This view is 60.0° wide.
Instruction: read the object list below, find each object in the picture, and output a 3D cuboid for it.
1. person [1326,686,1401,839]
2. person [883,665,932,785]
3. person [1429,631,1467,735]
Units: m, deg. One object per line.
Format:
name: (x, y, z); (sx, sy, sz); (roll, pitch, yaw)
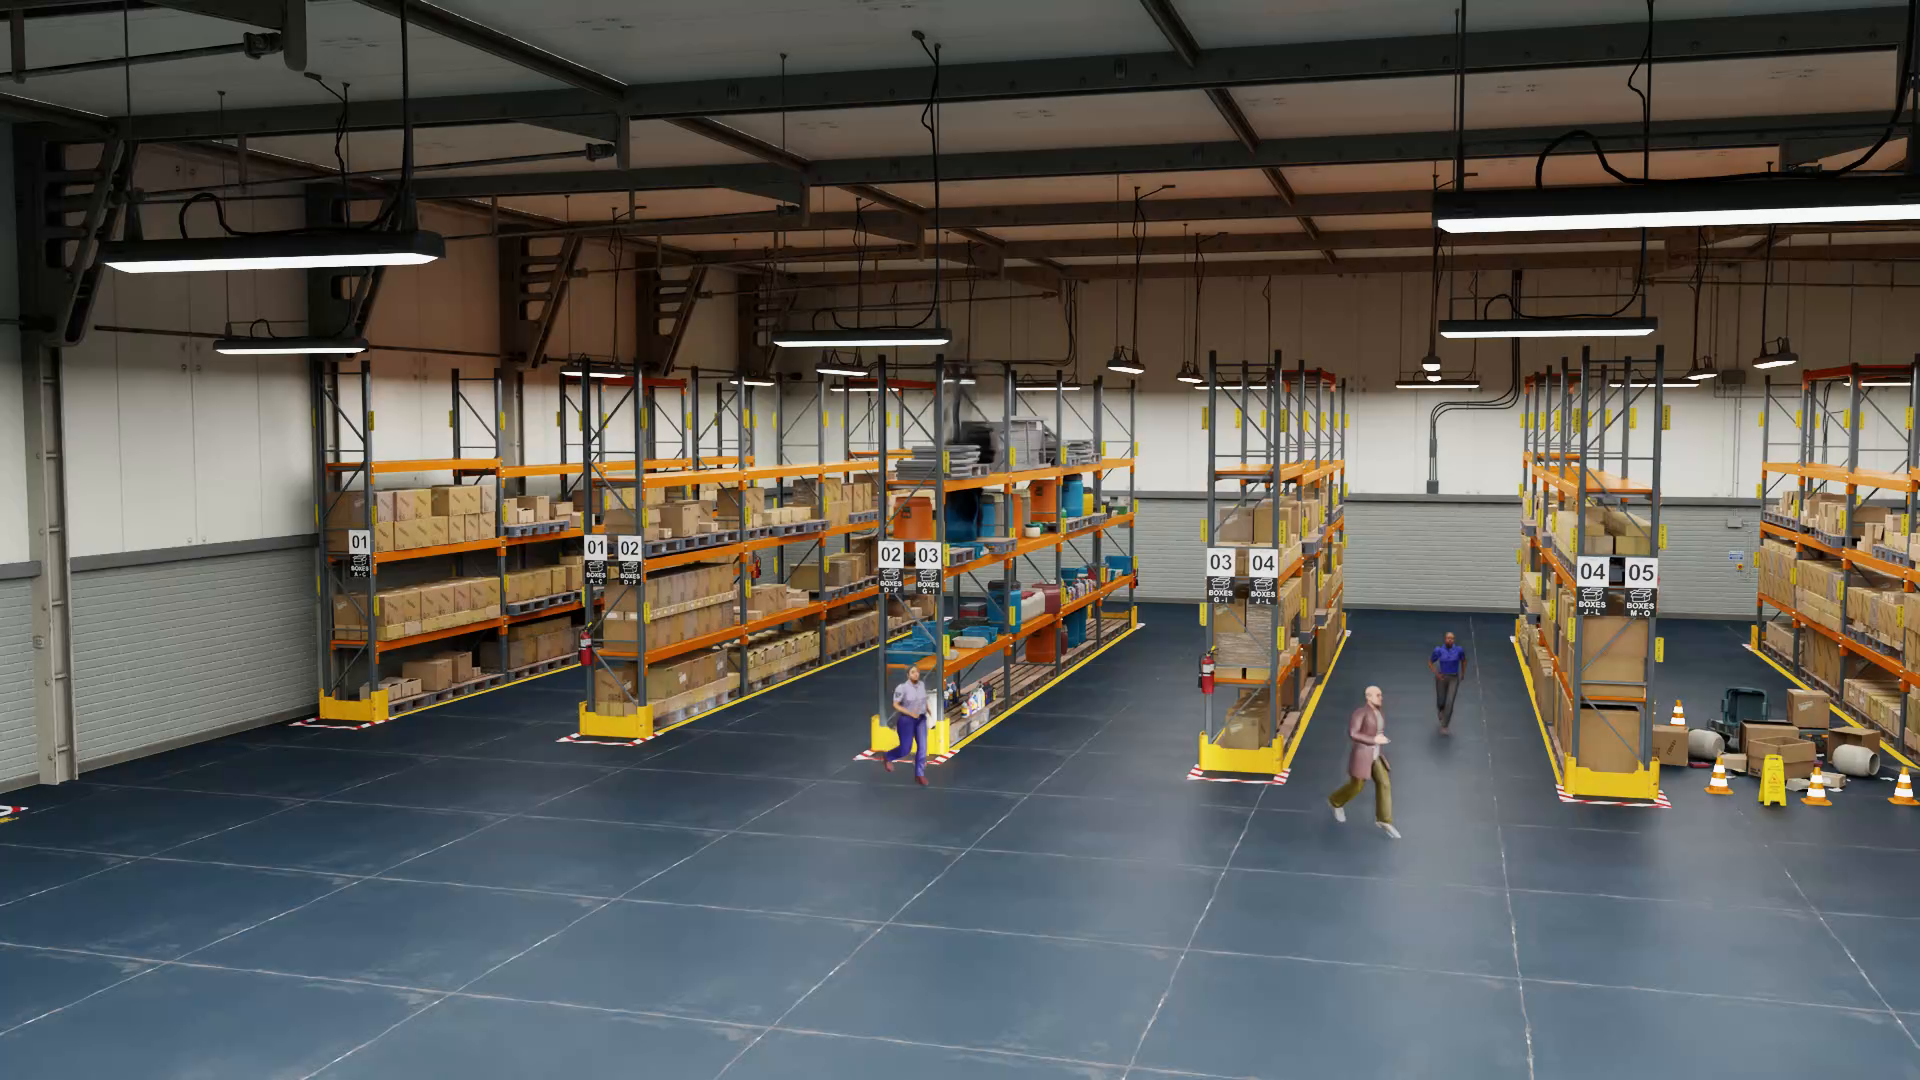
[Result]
person: (4.942, 2.665, 20.315); (0.740, 1.803, 1.091); (-3, 5, -40)
person: (-0.688, 2.550, 23.165); (0.615, 1.647, 0.828); (-3, 5, -36)
person: (7.887, 2.282, 26.893); (0.600, 1.643, 0.832); (1, 4, 11)
